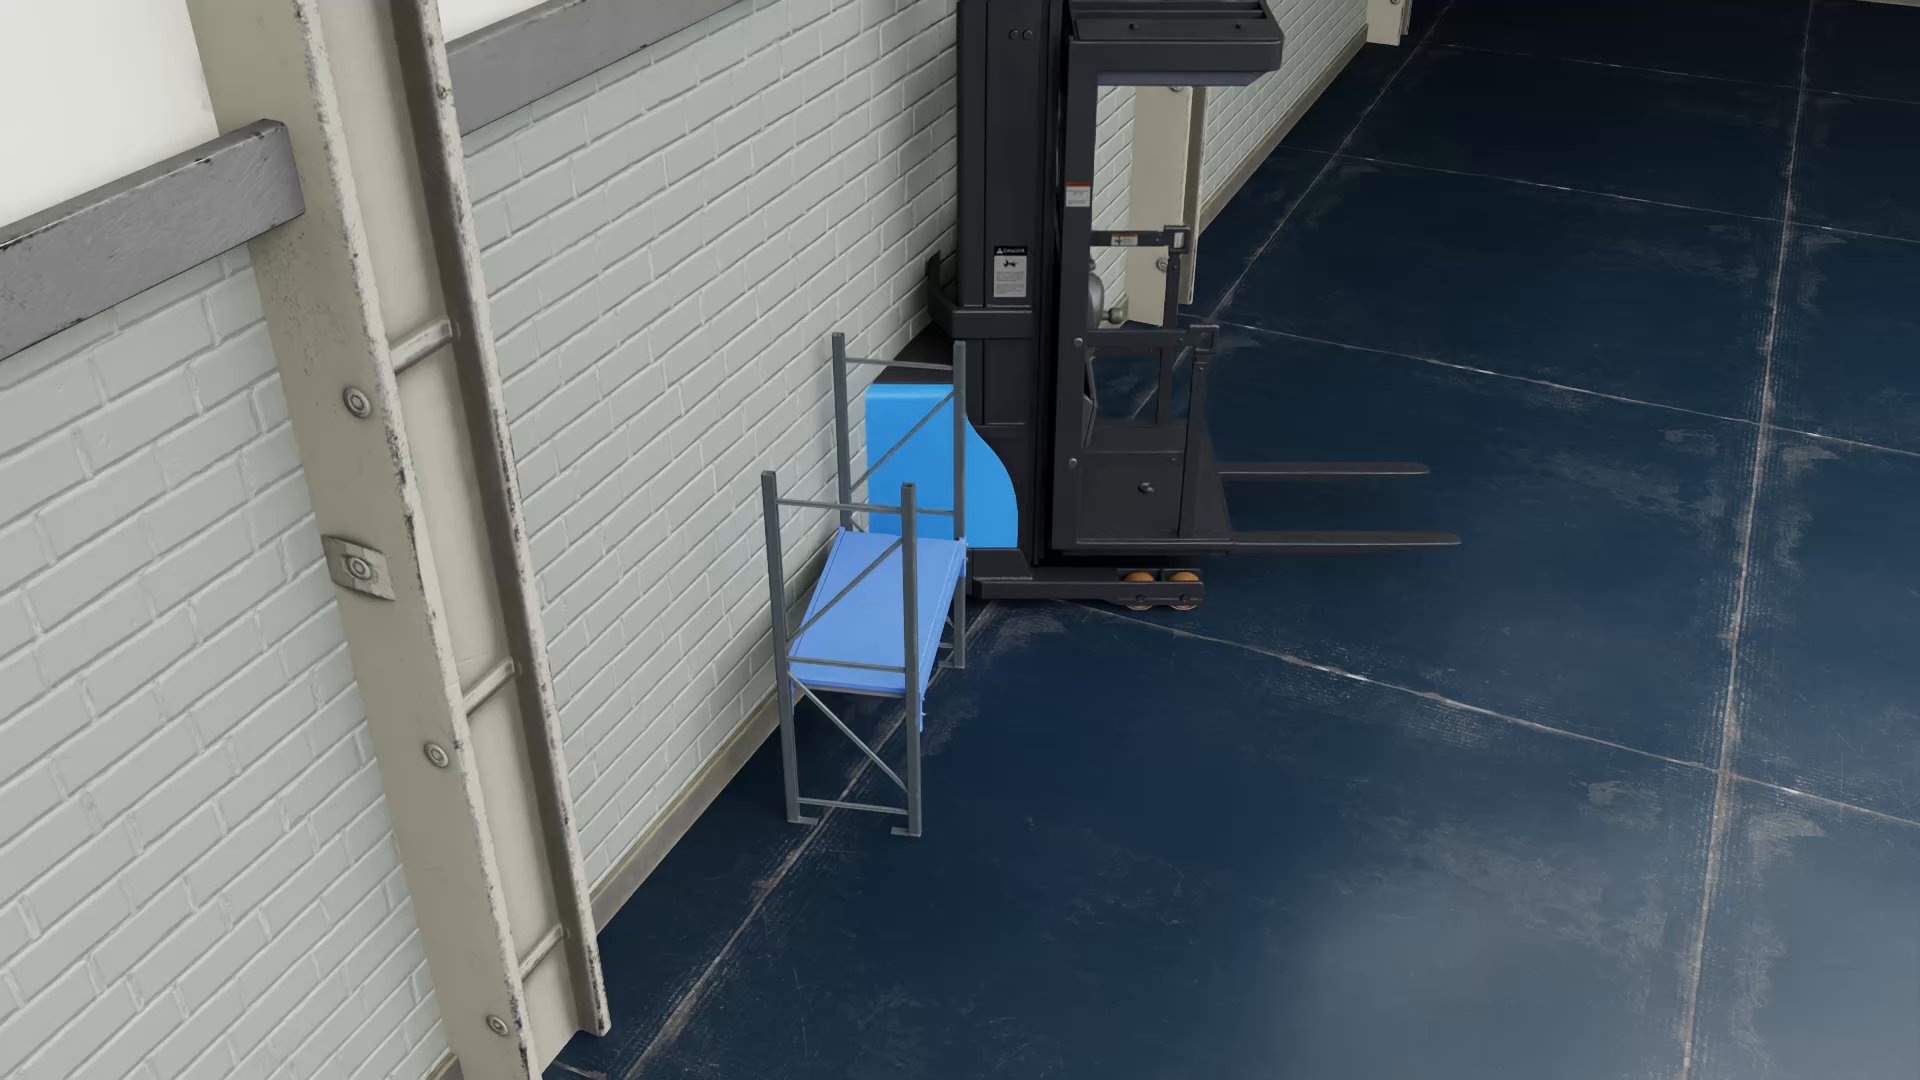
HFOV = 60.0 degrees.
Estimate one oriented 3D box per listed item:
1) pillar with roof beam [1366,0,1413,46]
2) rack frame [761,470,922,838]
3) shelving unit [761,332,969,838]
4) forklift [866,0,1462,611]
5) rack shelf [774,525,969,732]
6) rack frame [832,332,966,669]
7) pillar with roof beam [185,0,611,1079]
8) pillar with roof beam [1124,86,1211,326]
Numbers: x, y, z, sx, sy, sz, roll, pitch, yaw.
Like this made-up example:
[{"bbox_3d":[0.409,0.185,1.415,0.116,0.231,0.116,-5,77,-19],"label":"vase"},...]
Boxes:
[{"bbox_3d":[7.587,-7.125,10.410,9.100,9.000,0.400,14,36,20],"label":"pillar with roof beam"},{"bbox_3d":[-0.390,0.432,5.723,0.500,1.500,0.032,5,34,8],"label":"rack frame"},{"bbox_3d":[-0.309,0.157,6.143,0.538,1.500,1.048,5,34,8],"label":"shelving unit"},{"bbox_3d":[0.699,-1.211,6.924,3.031,2.935,1.130,0,33,0],"label":"forklift"},{"bbox_3d":[-0.309,0.307,6.241,0.538,0.185,1.000,5,34,8],"label":"rack shelf"},{"bbox_3d":[-0.228,-0.118,6.563,0.500,1.500,0.032,5,34,8],"label":"rack frame"},{"bbox_3d":[2.567,-1.149,1.295,9.100,9.000,0.400,14,36,20],"label":"pillar with roof beam"},{"bbox_3d":[5.077,-4.137,5.853,9.100,9.000,0.400,14,36,20],"label":"pillar with roof beam"}]
